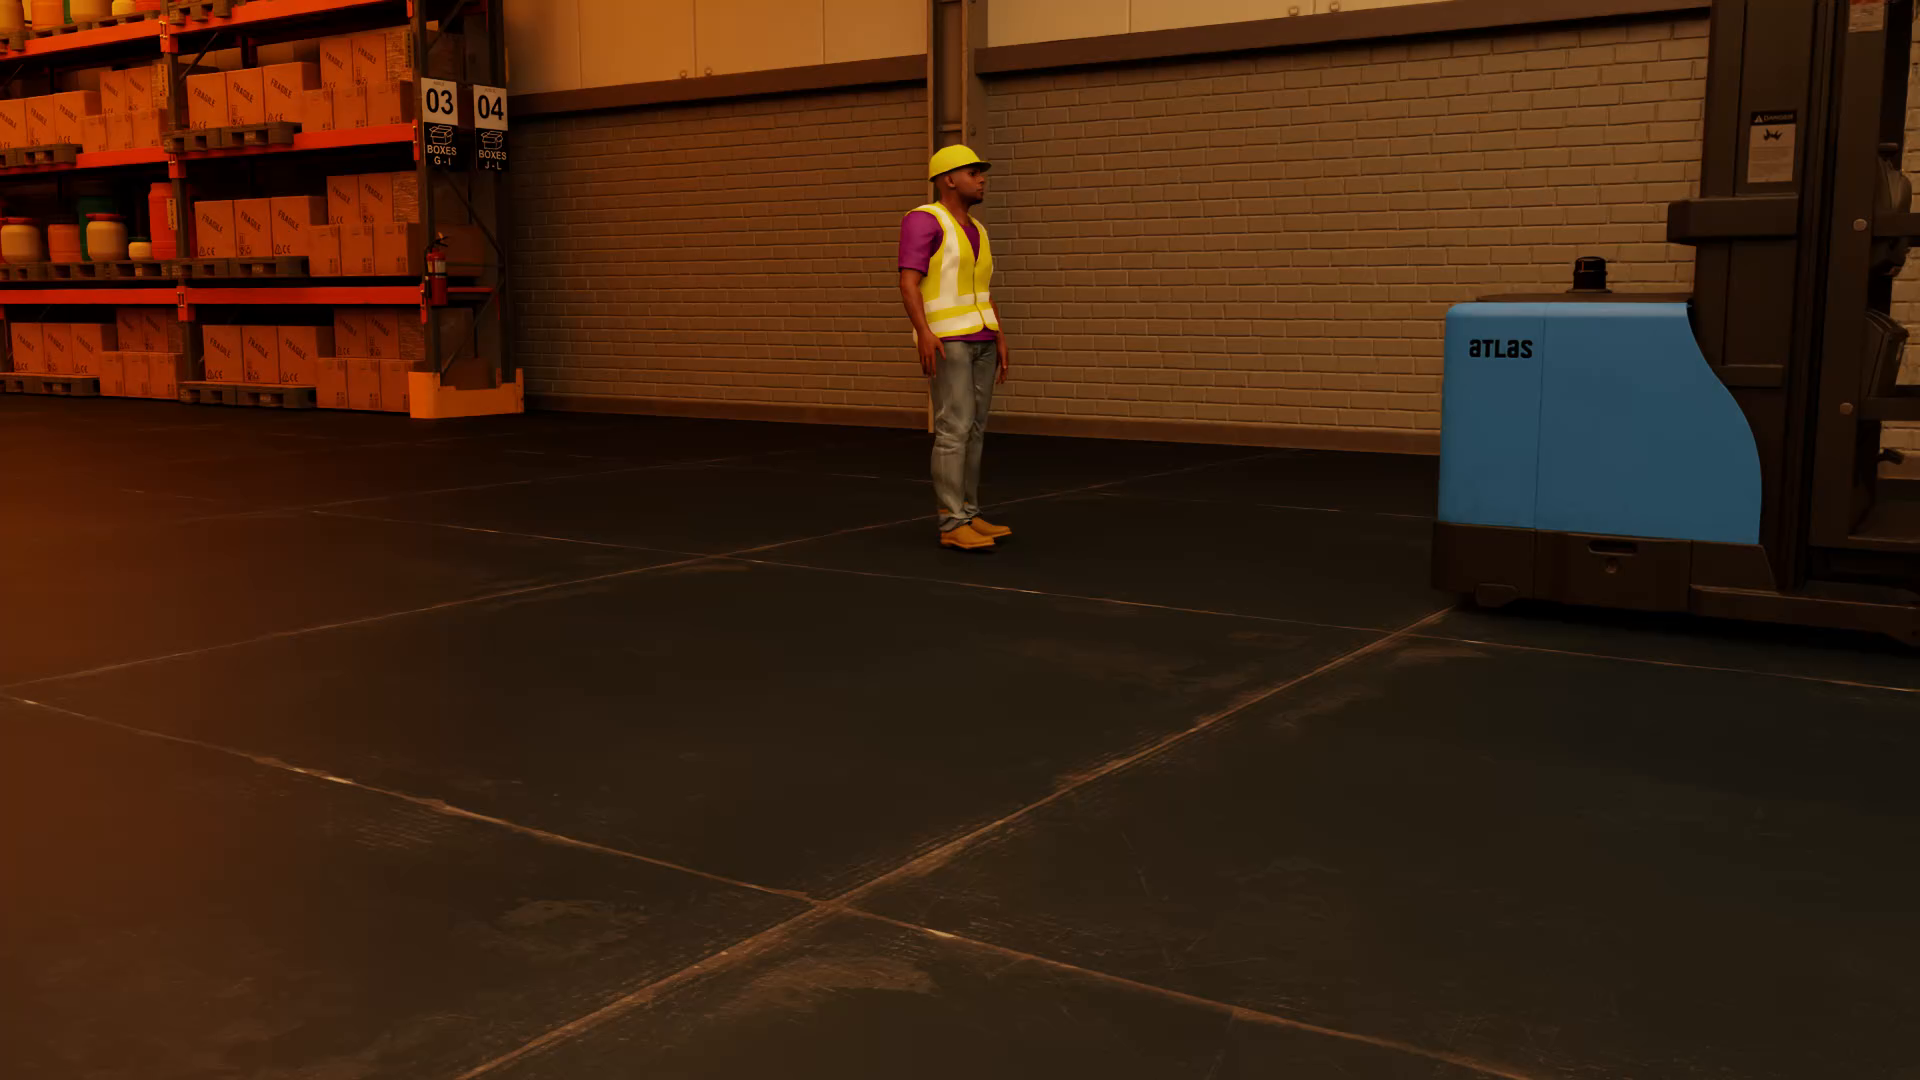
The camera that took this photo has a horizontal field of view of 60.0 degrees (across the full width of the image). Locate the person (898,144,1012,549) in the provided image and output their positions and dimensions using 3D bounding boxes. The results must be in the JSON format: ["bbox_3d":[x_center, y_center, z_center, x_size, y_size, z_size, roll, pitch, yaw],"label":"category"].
[{"bbox_3d":[0.054,-0.876,7.435,0.577,1.765,0.665,5,10,34],"label":"person"}]

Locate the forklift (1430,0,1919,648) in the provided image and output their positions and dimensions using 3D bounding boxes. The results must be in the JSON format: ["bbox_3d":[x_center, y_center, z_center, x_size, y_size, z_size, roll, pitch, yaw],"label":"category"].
[{"bbox_3d":[3.191,-1.153,5.303,3.031,2.935,1.130,5,10,32],"label":"forklift"}]
